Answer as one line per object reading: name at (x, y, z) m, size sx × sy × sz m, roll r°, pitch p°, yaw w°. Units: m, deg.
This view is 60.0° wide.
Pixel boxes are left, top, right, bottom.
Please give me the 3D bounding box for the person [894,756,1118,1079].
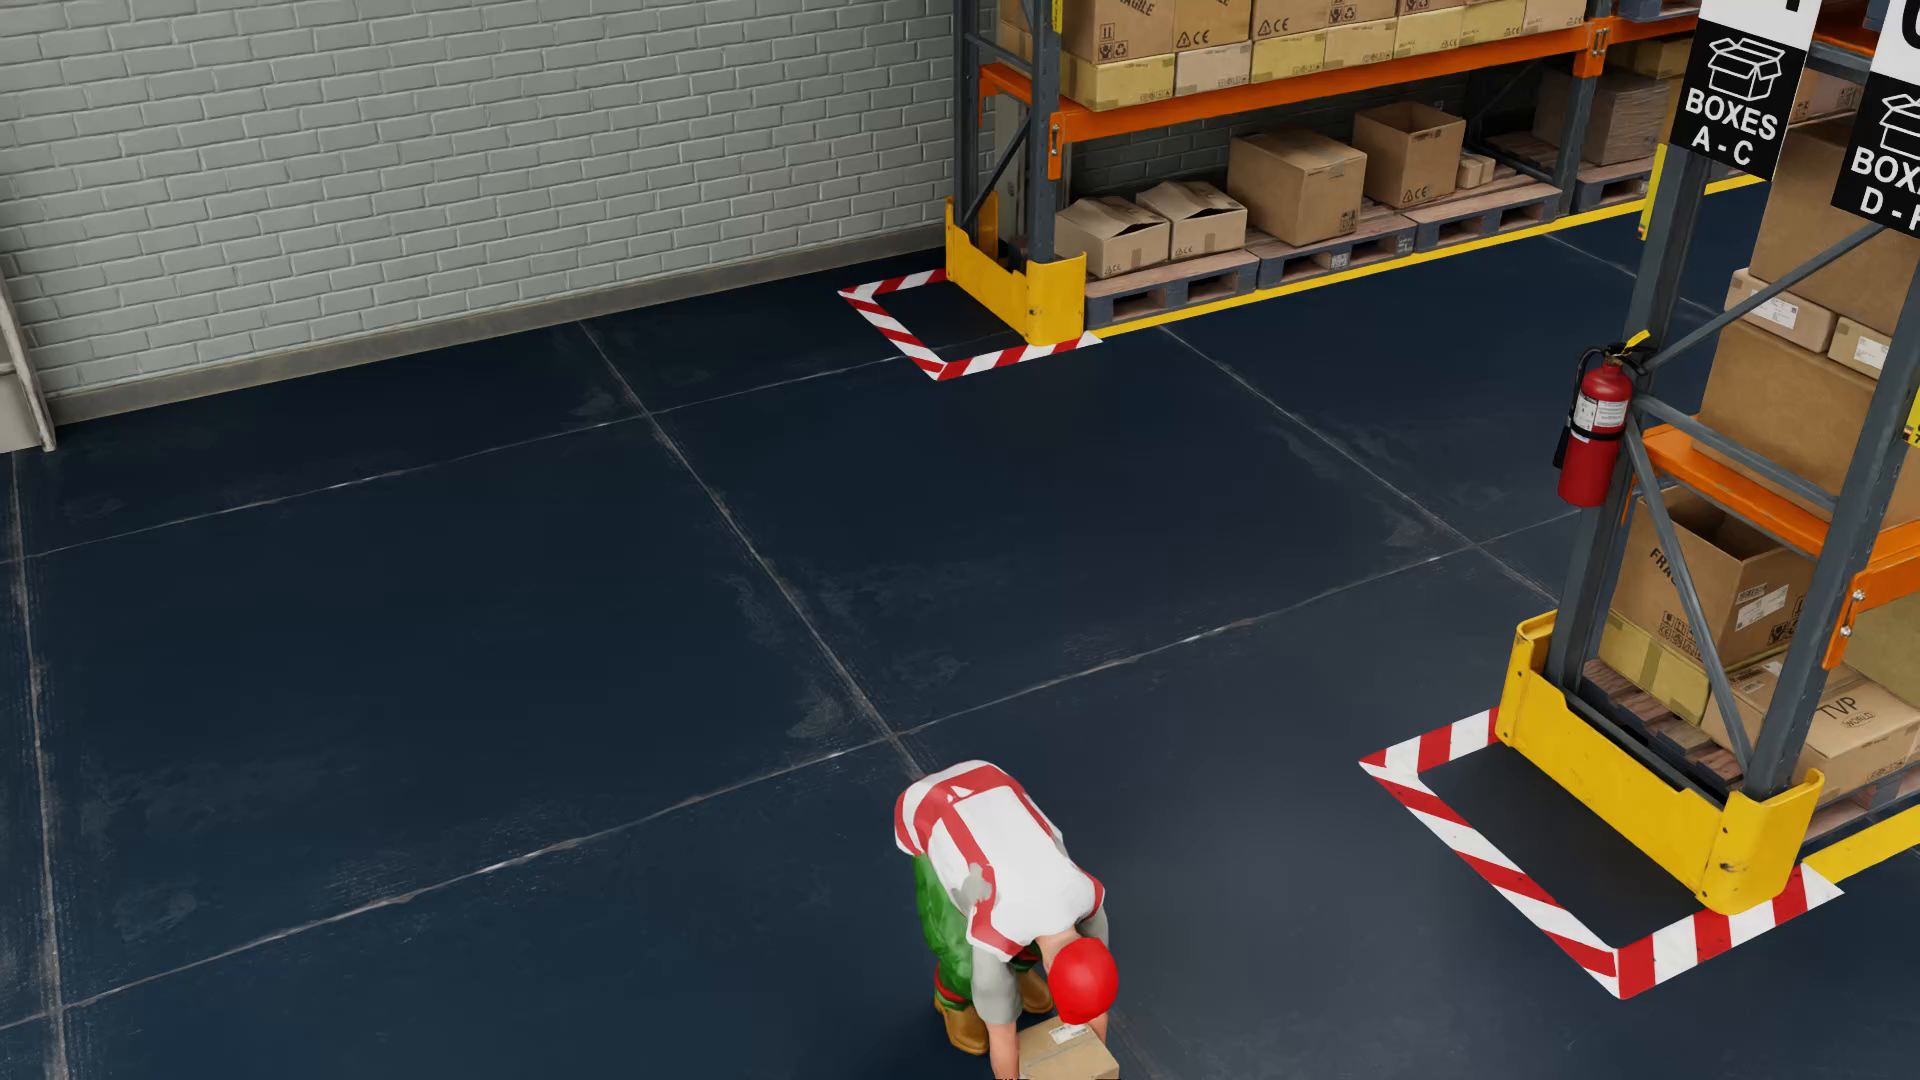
person at (0.168, 1.216, 5.077) m, size 0.530 × 0.905 × 0.959 m, roll -17°, pitch 37°, yaw -25°
